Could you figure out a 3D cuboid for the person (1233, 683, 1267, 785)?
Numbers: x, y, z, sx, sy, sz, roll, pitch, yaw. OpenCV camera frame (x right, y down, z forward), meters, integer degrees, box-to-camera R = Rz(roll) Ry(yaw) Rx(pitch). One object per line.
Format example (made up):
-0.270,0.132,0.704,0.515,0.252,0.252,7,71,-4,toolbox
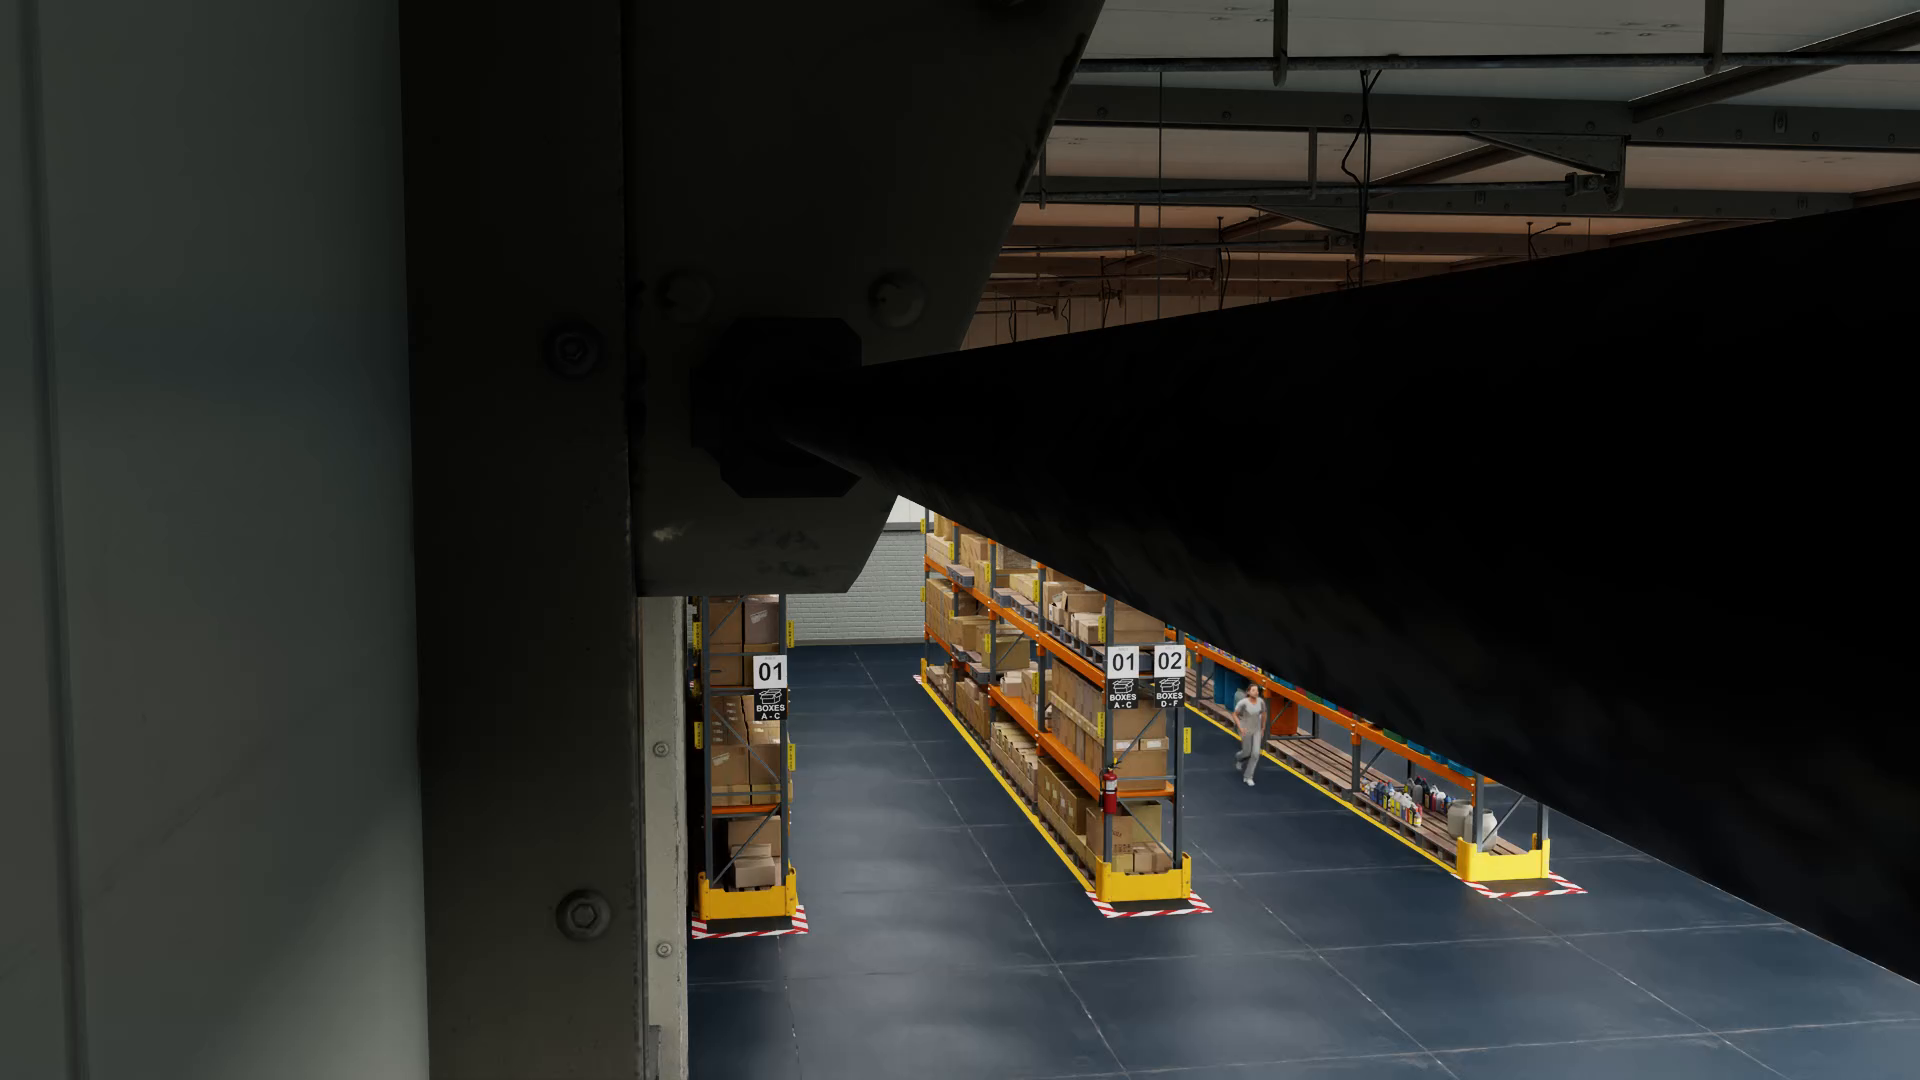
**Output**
4.738,3.154,27.179,0.585,1.604,0.670,-1,5,-14,person
